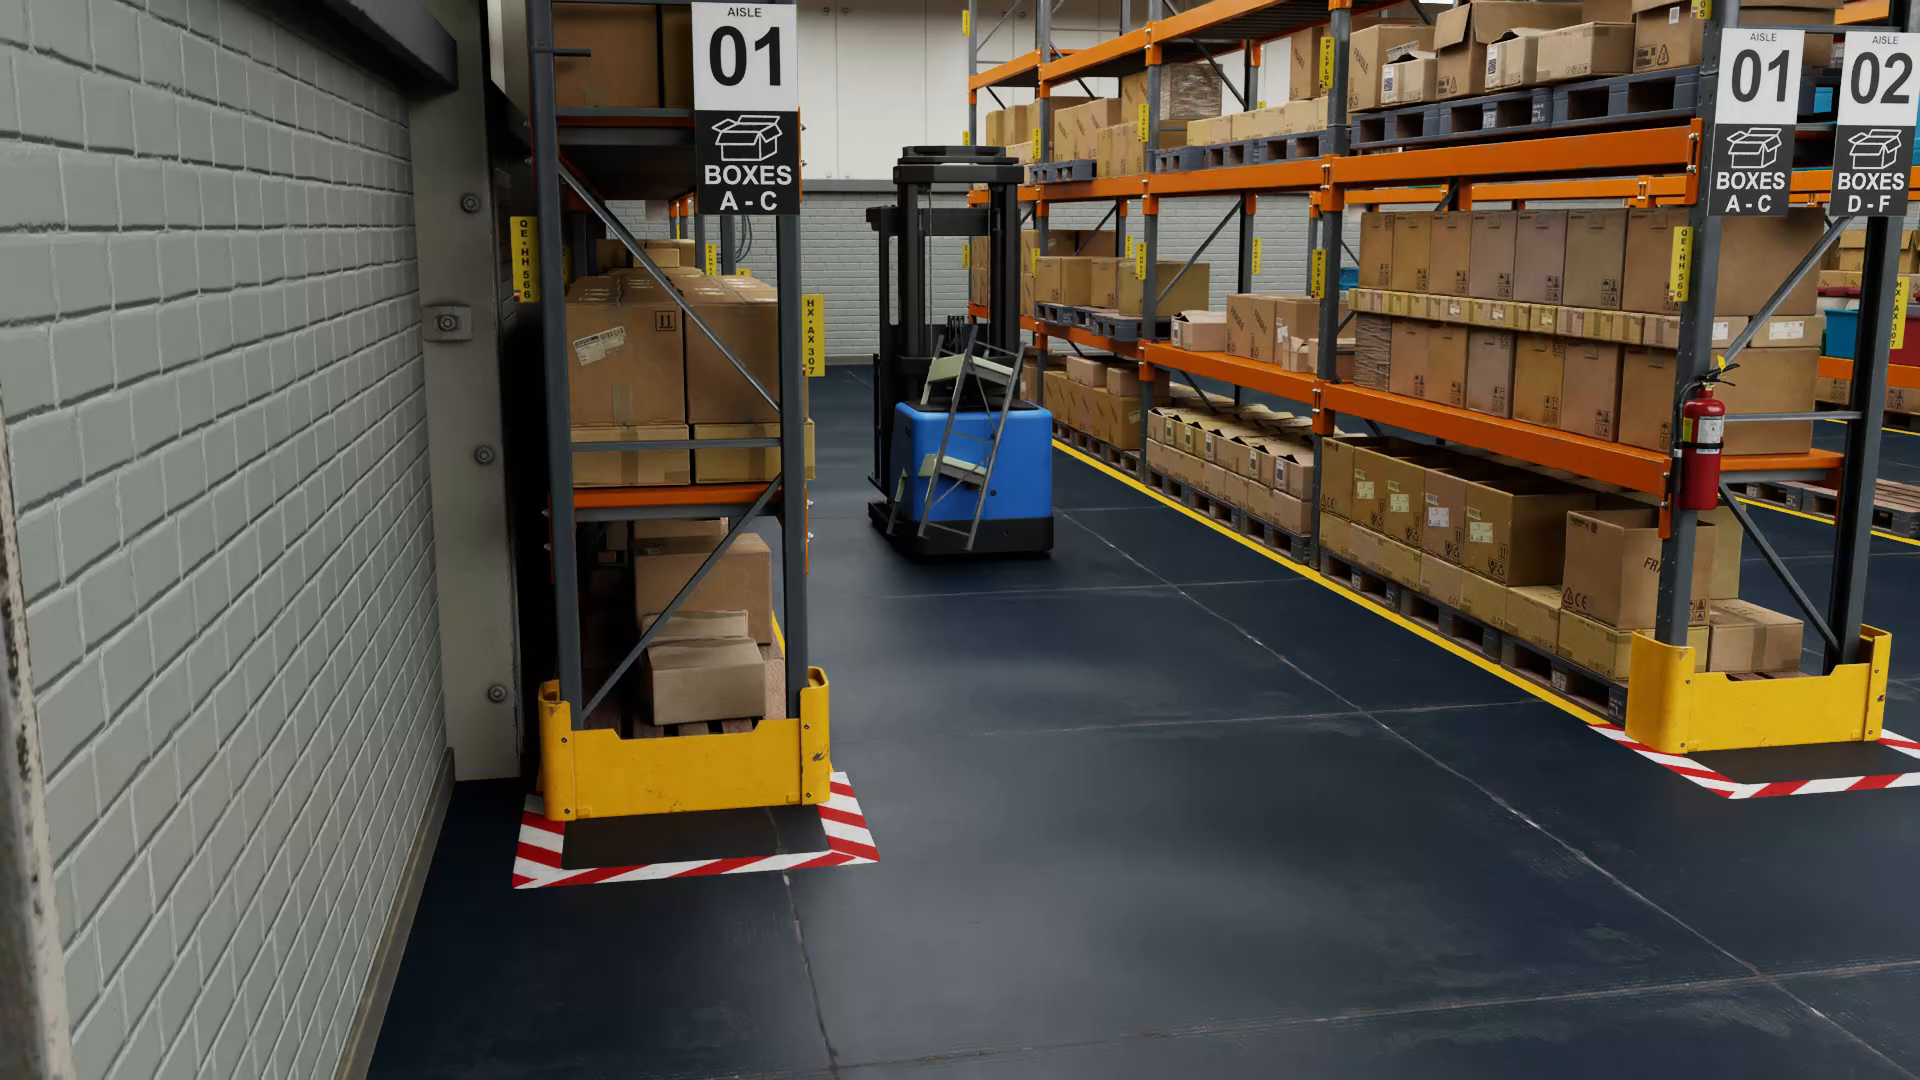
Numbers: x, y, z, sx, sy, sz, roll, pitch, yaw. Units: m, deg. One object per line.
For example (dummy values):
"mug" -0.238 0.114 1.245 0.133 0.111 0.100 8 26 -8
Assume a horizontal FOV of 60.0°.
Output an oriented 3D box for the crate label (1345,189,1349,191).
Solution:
"crate label" 5.342 -4.888 22.729 0.408 0.251 0.502 -2 11 -11

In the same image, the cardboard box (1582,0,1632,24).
"cardboard box" 3.677 -2.666 8.896 0.500 0.500 0.500 -2 11 -11

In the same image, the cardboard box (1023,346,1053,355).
"cardboard box" 0.967 -2.386 22.719 0.500 0.500 0.500 -2 11 -11

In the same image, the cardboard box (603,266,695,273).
"cardboard box" -2.581 -2.020 13.843 0.700 0.500 0.500 -3 11 -18

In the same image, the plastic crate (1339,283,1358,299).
"plastic crate" 5.332 -3.437 23.021 0.416 0.233 0.300 -2 11 -11

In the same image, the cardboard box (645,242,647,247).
"cardboard box" -2.623 -2.605 15.240 0.500 0.250 0.500 -2 11 -12

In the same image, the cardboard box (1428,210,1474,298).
"cardboard box" 3.242 -1.709 9.914 0.700 0.500 0.500 -2 11 -11

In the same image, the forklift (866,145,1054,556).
"forklift" -0.127 -1.555 13.028 1.130 2.935 3.031 -2 11 -11

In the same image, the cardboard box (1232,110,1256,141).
"cardboard box" 2.539 -3.346 13.508 0.500 0.250 0.500 -2 11 -12

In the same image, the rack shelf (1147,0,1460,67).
"rack shelf" 2.565 -4.052 12.911 1.077 0.370 4.000 -2 11 -11

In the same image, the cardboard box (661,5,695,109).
"cardboard box" -0.947 -1.976 6.714 0.500 0.500 0.500 -2 11 -10

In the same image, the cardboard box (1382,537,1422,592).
"cardboard box" 2.931 0.136 10.188 0.500 0.250 0.500 -2 11 -11

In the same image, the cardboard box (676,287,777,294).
"cardboard box" -1.105 -0.962 8.073 0.500 0.500 0.500 -2 11 -13

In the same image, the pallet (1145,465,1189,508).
"pallet" 2.297 -0.499 14.755 1.003 0.211 1.213 -2 11 -11

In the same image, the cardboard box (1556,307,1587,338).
"cardboard box" 3.321 -1.126 8.589 0.380 0.149 0.250 -2 11 -10

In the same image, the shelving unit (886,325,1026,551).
"shelving unit" -0.038 -0.709 11.766 0.431 1.500 0.755 16 -4 -19

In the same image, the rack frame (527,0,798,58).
"rack frame" -1.127 -3.320 6.075 1.000 3.000 0.127 -2 11 -11

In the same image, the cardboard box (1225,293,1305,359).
"cardboard box" 2.518 -1.763 13.672 0.500 0.500 0.500 -3 11 -14

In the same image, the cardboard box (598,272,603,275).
"cardboard box" -3.033 -2.123 14.711 0.500 0.500 0.500 -2 11 -11

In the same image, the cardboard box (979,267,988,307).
"cardboard box" 0.553 -3.352 22.020 0.500 0.500 0.500 -2 11 -12

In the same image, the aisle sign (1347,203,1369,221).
"aisle sign" 5.753 -4.969 23.829 0.394 0.787 0.004 -2 11 -11

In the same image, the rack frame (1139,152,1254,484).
"rack frame" 2.176 -2.021 15.295 1.000 3.000 0.127 -2 11 -11

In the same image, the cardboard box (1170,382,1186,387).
"cardboard box" 2.061 -1.387 17.470 0.500 0.500 0.500 -3 11 -13

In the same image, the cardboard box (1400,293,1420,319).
"cardboard box" 2.969 -1.458 10.332 0.380 0.149 0.250 -2 11 -12

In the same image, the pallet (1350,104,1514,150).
"pallet" 3.145 -2.562 10.351 1.003 0.211 1.213 -2 11 -11

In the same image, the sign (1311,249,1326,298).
"sign" 2.423 -1.796 11.226 0.100 0.325 0.005 -2 11 -11

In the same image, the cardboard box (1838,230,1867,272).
"cardboard box" 11.248 -3.540 20.321 0.797 0.503 0.637 -2 11 -12

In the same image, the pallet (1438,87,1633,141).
"pallet" 3.379 -2.339 9.178 1.003 0.211 1.213 -2 11 -11

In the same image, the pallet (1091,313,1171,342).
"pallet" 1.975 -2.049 15.952 1.213 0.211 1.003 -2 11 -11

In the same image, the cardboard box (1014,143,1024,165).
"cardboard box" 0.943 -4.572 19.735 0.500 0.250 0.500 -2 11 -11

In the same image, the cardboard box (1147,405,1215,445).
"cardboard box" 1.989 -1.046 14.899 0.500 0.311 0.500 -2 11 -9

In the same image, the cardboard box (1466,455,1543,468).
"cardboard box" 3.445 -0.251 10.218 0.500 0.500 0.500 -2 11 -11

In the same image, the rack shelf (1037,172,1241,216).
"rack shelf" 1.787 -3.508 17.009 1.077 0.370 4.000 -2 11 -11

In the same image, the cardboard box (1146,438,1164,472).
"cardboard box" 1.989 -0.770 14.952 0.500 0.250 0.500 -2 11 -11

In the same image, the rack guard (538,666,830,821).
"rack guard" -1.142 0.841 6.943 1.175 0.500 0.348 -2 11 -11

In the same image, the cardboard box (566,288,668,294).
"cardboard box" -1.620 -0.944 7.976 0.500 0.500 0.500 -2 11 -13

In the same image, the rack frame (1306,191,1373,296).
"rack frame" 5.479 -3.668 23.946 1.000 3.000 0.127 -2 11 -11

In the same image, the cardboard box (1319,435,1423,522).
"cardboard box" 2.737 -0.415 11.081 0.500 0.500 0.500 -2 11 -11

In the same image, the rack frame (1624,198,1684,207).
"rack frame" 10.338 -3.848 24.893 1.000 3.000 0.127 -2 11 -11

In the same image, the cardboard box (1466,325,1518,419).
"cardboard box" 3.350 -0.973 9.520 0.700 0.500 0.500 -2 11 -9

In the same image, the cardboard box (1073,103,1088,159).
"cardboard box" 1.576 -4.316 17.672 0.600 0.600 0.600 -2 11 -12

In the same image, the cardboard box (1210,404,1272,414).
"cardboard box" 2.519 -1.065 15.002 0.500 0.311 0.500 -2 11 -10

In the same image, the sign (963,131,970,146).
"sign" 0.087 -5.372 22.538 0.100 0.325 0.005 -2 11 -11

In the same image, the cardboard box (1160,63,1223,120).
"cardboard box" 2.097 -4.116 15.333 0.500 0.500 0.500 -2 11 -11

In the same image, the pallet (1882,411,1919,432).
"pallet" 11.580 -1.382 19.392 1.003 0.211 1.213 -2 11 -11

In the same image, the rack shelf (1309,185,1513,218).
"rack shelf" 5.868 -4.421 21.806 1.077 0.370 4.000 -2 11 -11

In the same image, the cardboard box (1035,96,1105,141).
"cardboard box" 1.266 -4.857 19.227 0.700 0.500 0.500 -2 11 -11

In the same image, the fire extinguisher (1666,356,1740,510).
"fire extinguisher" 3.299 -0.478 7.391 0.296 0.674 0.183 -2 11 -11

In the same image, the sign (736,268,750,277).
"sign" -1.374 -1.553 10.520 0.100 0.325 0.005 -2 11 -11
